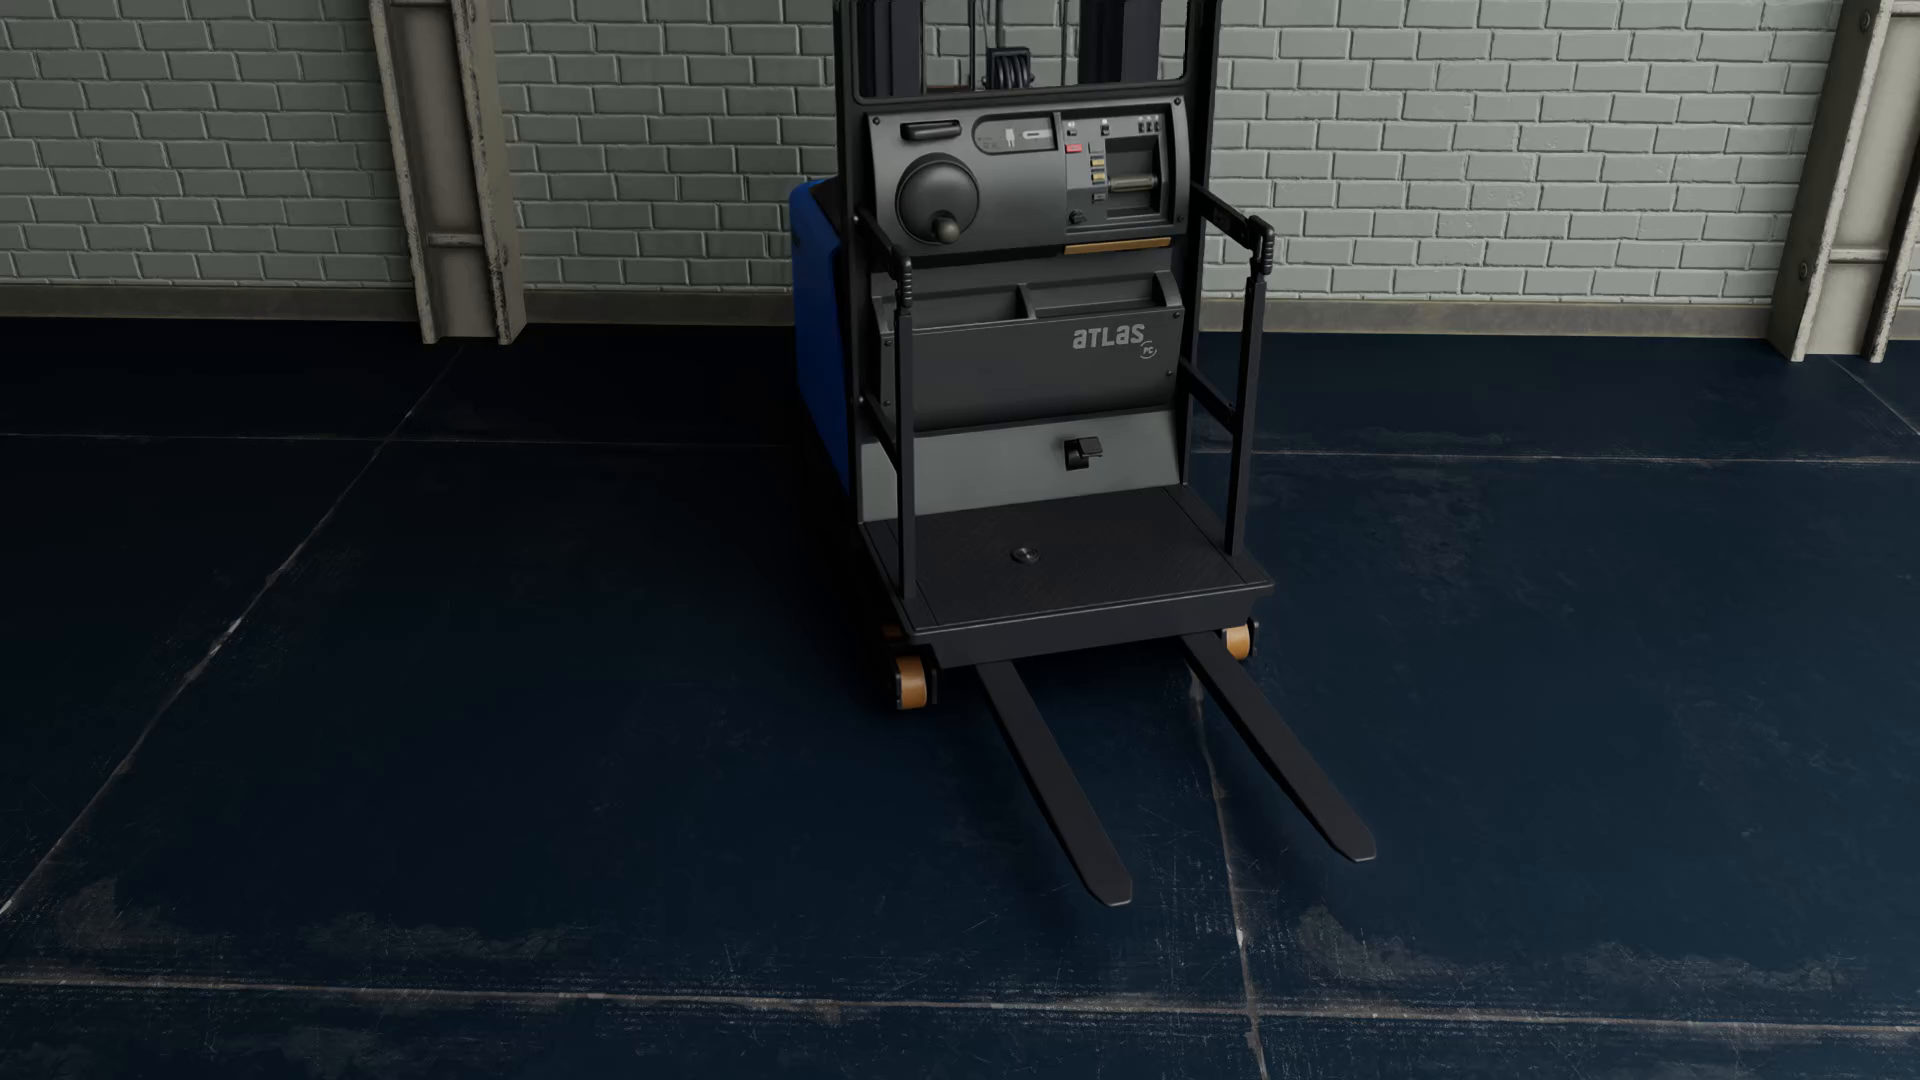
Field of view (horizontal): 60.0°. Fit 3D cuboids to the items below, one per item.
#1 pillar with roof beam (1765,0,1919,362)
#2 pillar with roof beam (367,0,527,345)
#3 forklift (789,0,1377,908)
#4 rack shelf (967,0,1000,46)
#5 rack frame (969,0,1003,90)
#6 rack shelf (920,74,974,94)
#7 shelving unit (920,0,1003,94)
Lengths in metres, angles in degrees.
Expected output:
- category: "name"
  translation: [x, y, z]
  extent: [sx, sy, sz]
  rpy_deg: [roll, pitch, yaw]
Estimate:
- category: "pillar with roof beam"
  translation: [3.654, -2.806, 1.435]
  extent: [0.400, 9.000, 9.100]
  rpy_deg: [1, 28, 2]
- category: "pillar with roof beam"
  translation: [-2.343, -2.905, 1.623]
  extent: [0.400, 9.000, 9.100]
  rpy_deg: [1, 28, 2]
- category: "forklift"
  translation: [0.260, -1.002, 4.512]
  extent: [1.130, 2.935, 3.031]
  rpy_deg: [-7, 29, -13]
- category: "rack shelf"
  translation: [-0.144, -2.045, 5.900]
  extent: [0.480, 0.518, 0.431]
  rpy_deg: [-7, 29, -13]
- category: "rack frame"
  translation: [0.092, -1.468, 6.277]
  extent: [0.015, 2.100, 0.400]
  rpy_deg: [-7, 29, -13]
- category: "rack shelf"
  translation: [-0.144, -1.426, 6.228]
  extent: [0.480, 0.518, 0.431]
  rpy_deg: [-7, 29, -13]
- category: "shelving unit"
  translation: [-0.144, -1.438, 6.221]
  extent: [0.503, 2.100, 0.431]
  rpy_deg: [-7, 29, -13]
